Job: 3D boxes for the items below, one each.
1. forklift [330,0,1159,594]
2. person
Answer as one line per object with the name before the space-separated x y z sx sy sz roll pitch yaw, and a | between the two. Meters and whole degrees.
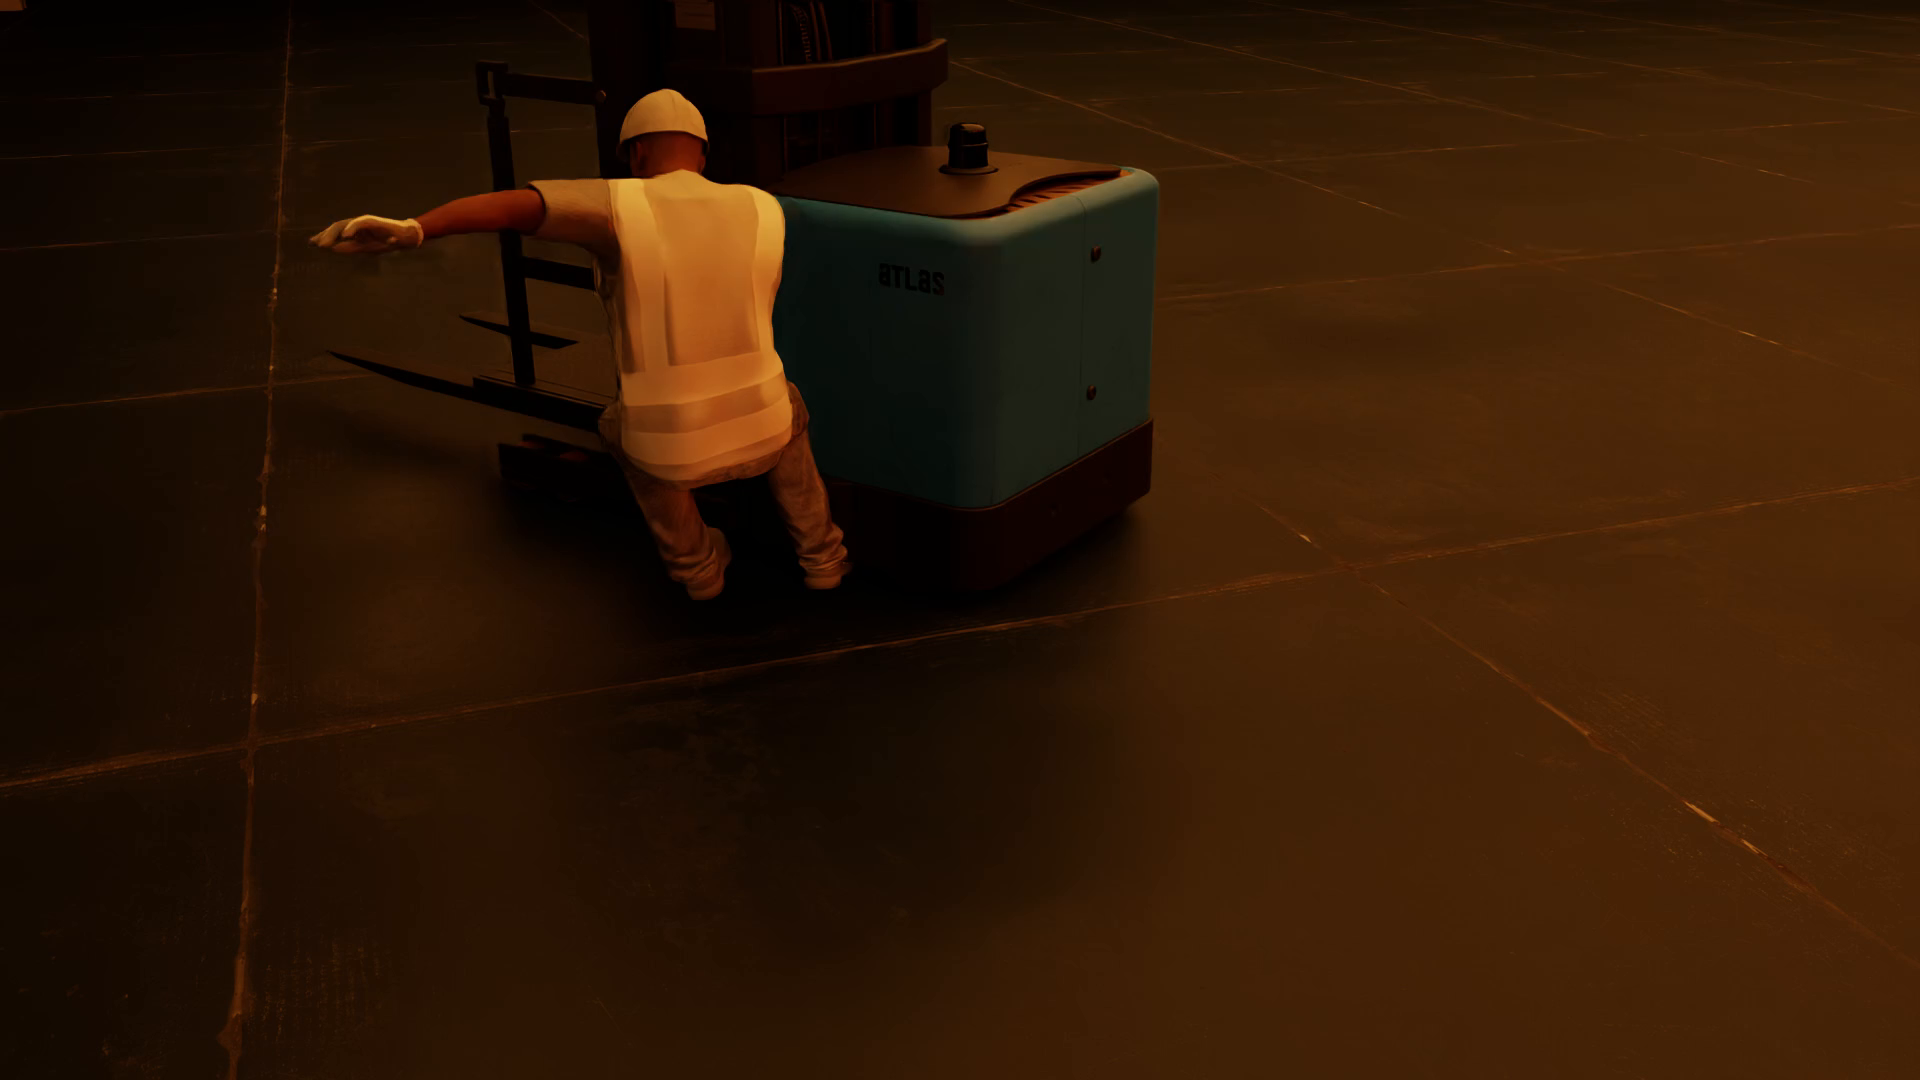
forklift | -0.901 -1.625 5.162 3.031 2.935 1.130 15 27 31
person | -0.846 -0.370 4.163 1.430 1.430 0.742 -12 26 -27
